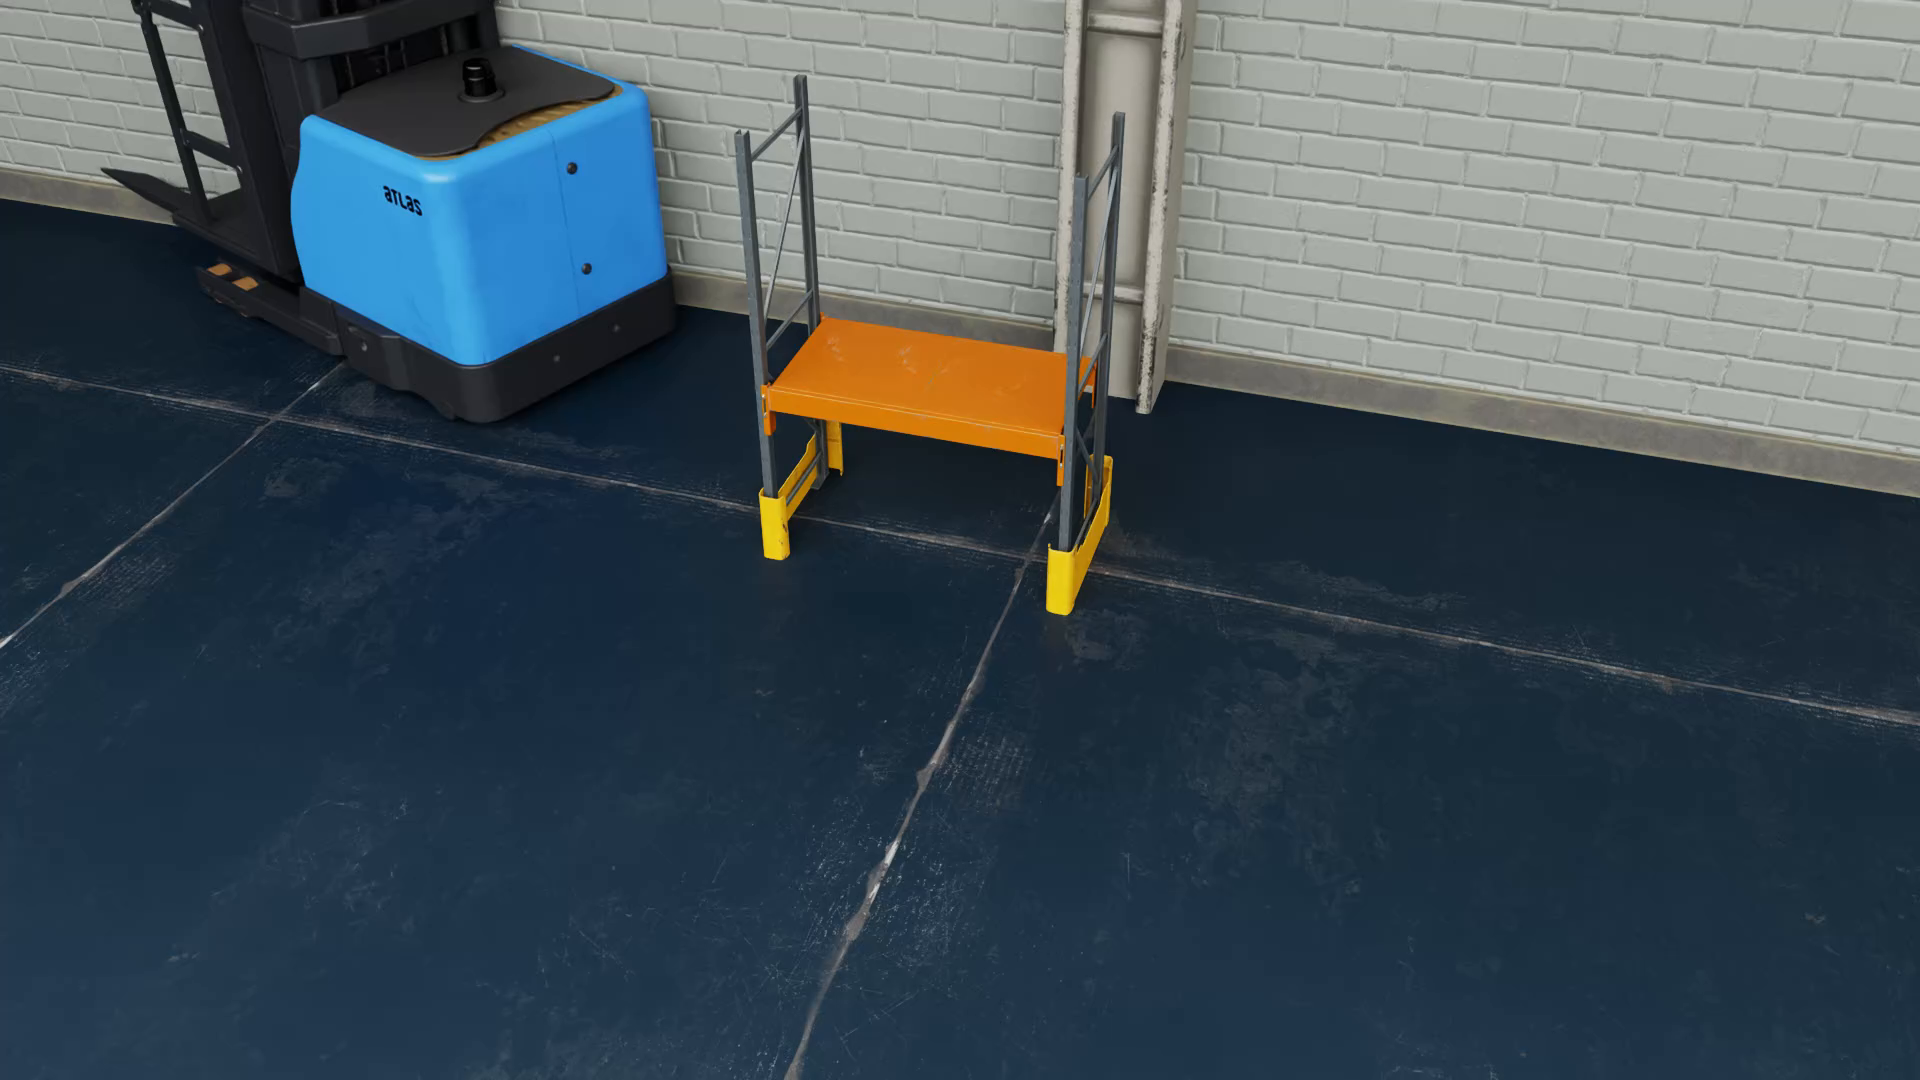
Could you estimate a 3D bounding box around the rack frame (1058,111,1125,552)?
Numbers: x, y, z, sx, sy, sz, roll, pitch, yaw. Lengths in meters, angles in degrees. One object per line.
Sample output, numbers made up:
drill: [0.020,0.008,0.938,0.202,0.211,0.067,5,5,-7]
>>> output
rack frame: [0.404,-0.529,5.204,0.032,1.500,0.500,10,38,14]

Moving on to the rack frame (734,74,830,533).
rack frame: [-0.567,-0.709,5.448,0.032,1.500,0.500,10,38,14]

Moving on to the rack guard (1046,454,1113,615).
rack guard: [0.403,-0.026,5.575,0.087,0.250,0.587,10,38,14]

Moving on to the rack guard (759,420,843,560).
rack guard: [-0.548,-0.202,5.814,0.087,0.250,0.587,10,38,14]

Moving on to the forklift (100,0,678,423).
forklift: [-2.625,-2.339,6.456,3.031,2.935,1.130,26,43,30]

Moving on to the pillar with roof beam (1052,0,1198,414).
pillar with roof beam: [-0.697,-1.794,0.596,0.400,9.000,9.100,10,38,14]

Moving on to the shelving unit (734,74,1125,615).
shelving unit: [-0.073,-0.618,5.324,1.083,1.500,0.587,10,38,14]

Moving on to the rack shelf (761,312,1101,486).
rack shelf: [-0.081,-0.474,5.433,1.000,0.185,0.538,10,38,14]
